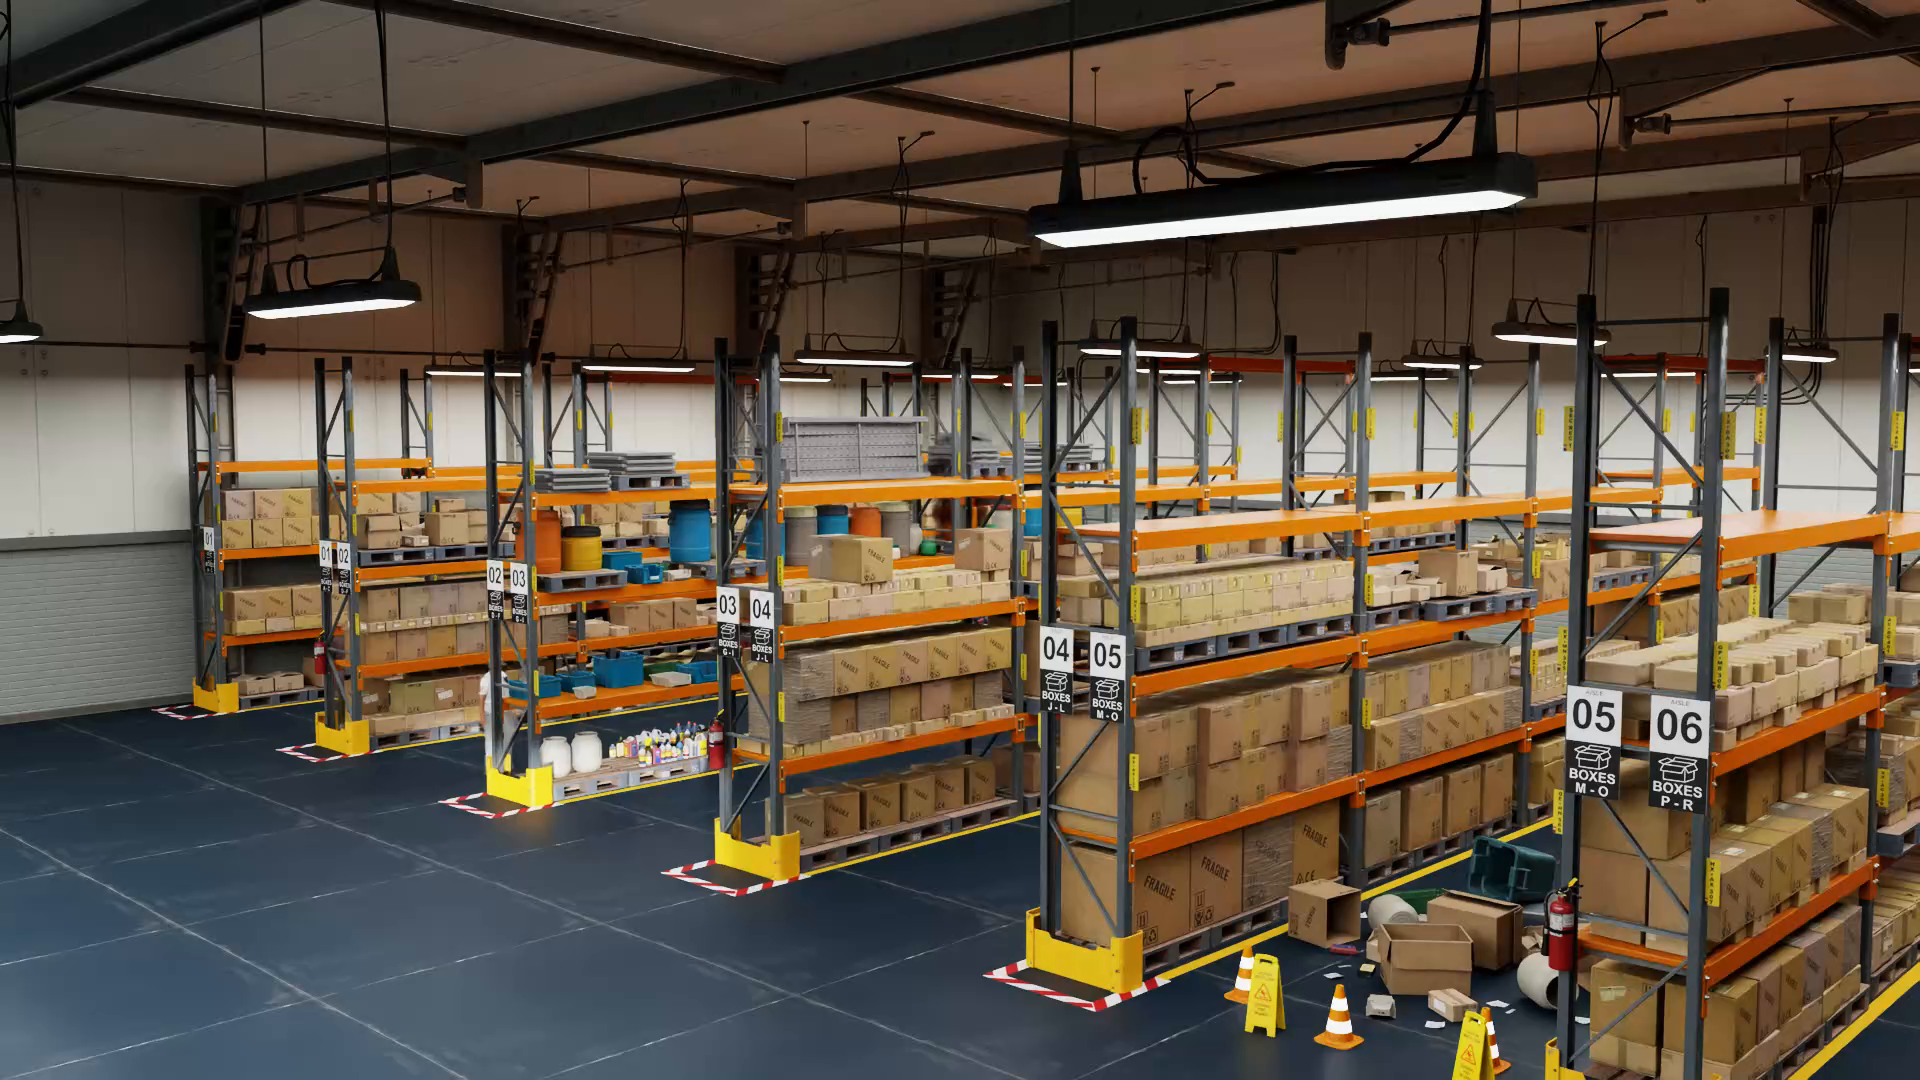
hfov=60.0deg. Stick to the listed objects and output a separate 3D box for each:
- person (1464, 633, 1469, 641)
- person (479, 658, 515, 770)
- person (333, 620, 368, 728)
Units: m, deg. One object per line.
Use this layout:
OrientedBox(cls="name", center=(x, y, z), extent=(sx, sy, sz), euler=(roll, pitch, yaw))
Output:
OrientedBox(cls="person", center=(8.116, 2.296, 26.897), extent=(0.416, 1.603, 0.931), euler=(4, 6, 39))
OrientedBox(cls="person", center=(-6.691, 2.544, 23.997), extent=(0.400, 1.749, 0.563), euler=(4, 6, 40))
OrientedBox(cls="person", center=(-10.027, 2.214, 27.226), extent=(0.682, 1.818, 0.427), euler=(-3, 5, -31))
